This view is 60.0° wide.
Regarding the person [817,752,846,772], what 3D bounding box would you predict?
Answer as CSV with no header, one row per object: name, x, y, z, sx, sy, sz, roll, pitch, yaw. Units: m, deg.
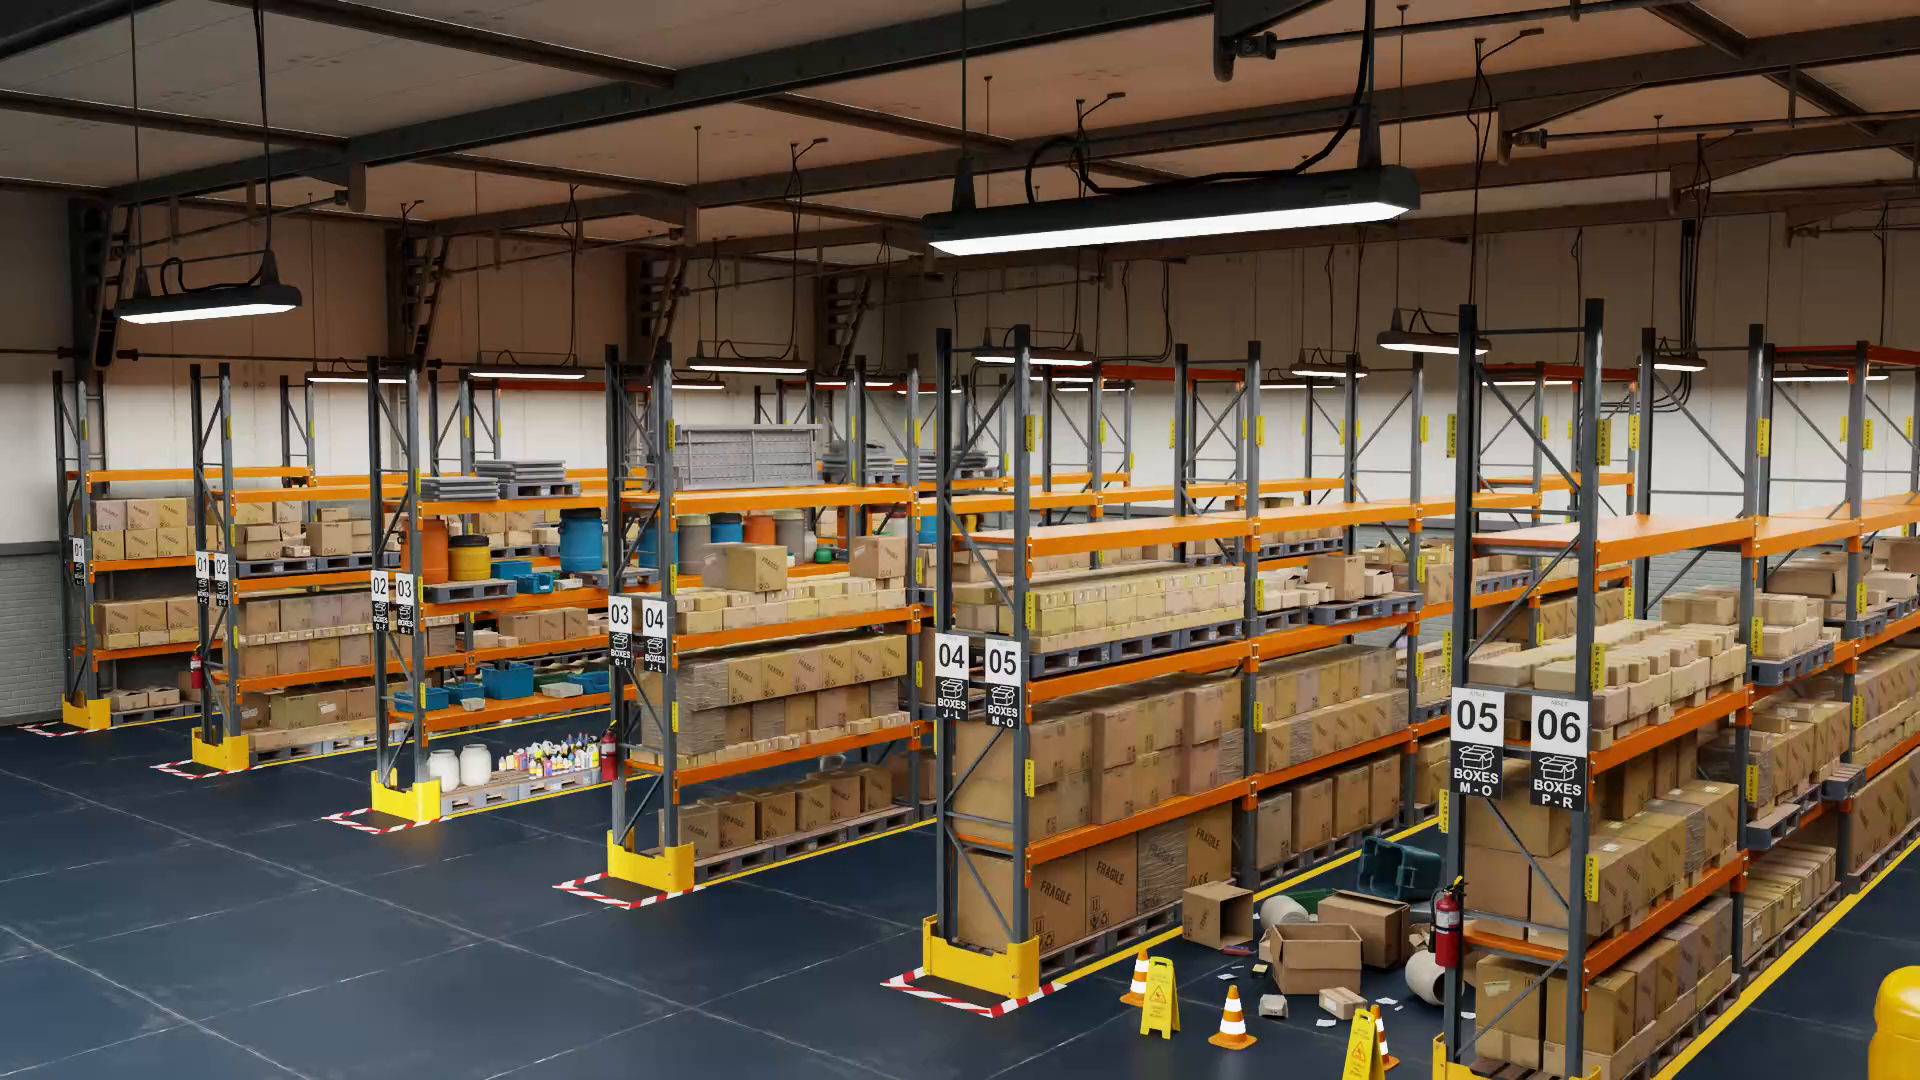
person,-1.818,2.598,23.260,0.716,1.753,0.901,2,5,27

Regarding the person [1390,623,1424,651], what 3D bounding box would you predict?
person,7.922,2.239,29.537,0.655,1.590,0.638,2,4,21

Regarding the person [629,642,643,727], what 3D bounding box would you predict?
person,-5.265,2.322,27.544,0.557,1.738,0.828,3,5,34
